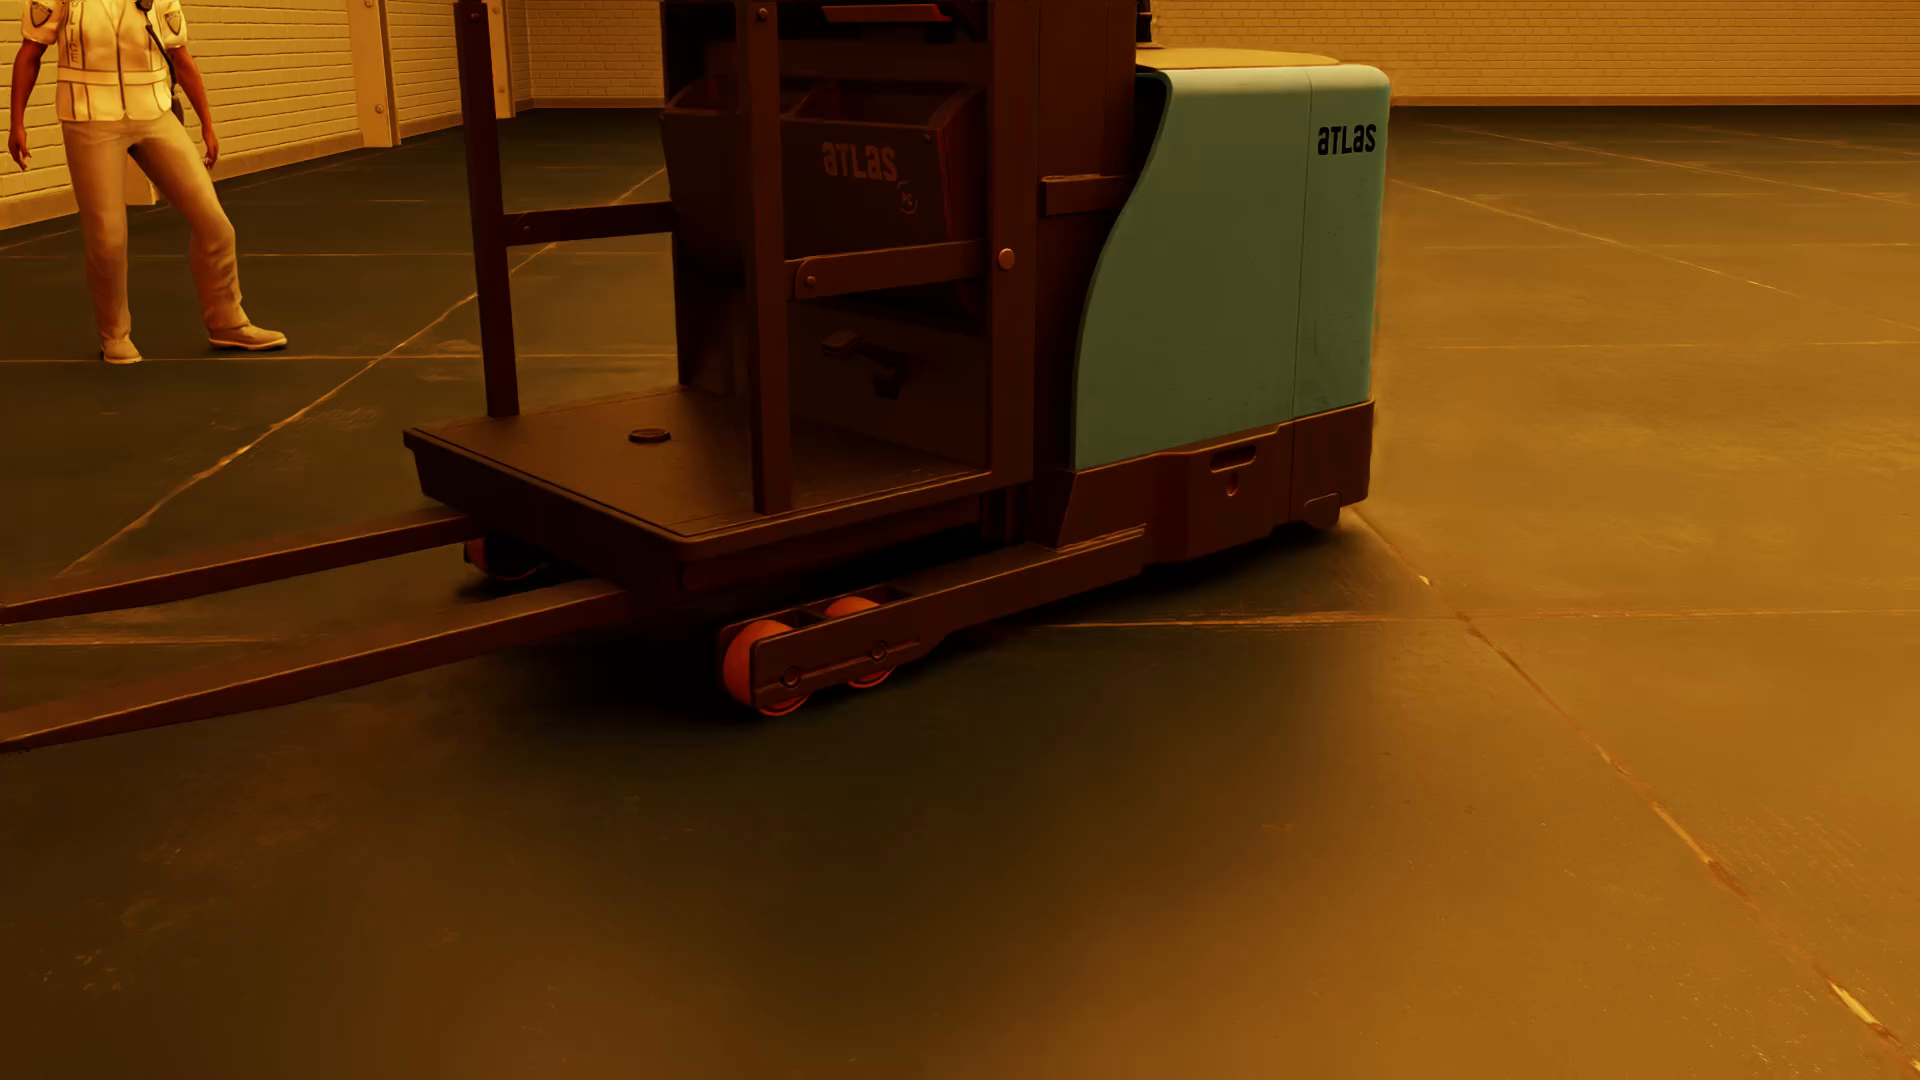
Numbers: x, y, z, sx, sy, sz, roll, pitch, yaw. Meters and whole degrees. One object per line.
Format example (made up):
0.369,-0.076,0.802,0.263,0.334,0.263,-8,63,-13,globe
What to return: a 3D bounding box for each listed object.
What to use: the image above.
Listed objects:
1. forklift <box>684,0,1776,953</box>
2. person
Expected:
0.201,-1.211,2.865,1.130,2.935,3.031,-5,18,-16,forklift
-2.969,-1.477,5.920,0.409,1.662,0.593,15,23,41,person
